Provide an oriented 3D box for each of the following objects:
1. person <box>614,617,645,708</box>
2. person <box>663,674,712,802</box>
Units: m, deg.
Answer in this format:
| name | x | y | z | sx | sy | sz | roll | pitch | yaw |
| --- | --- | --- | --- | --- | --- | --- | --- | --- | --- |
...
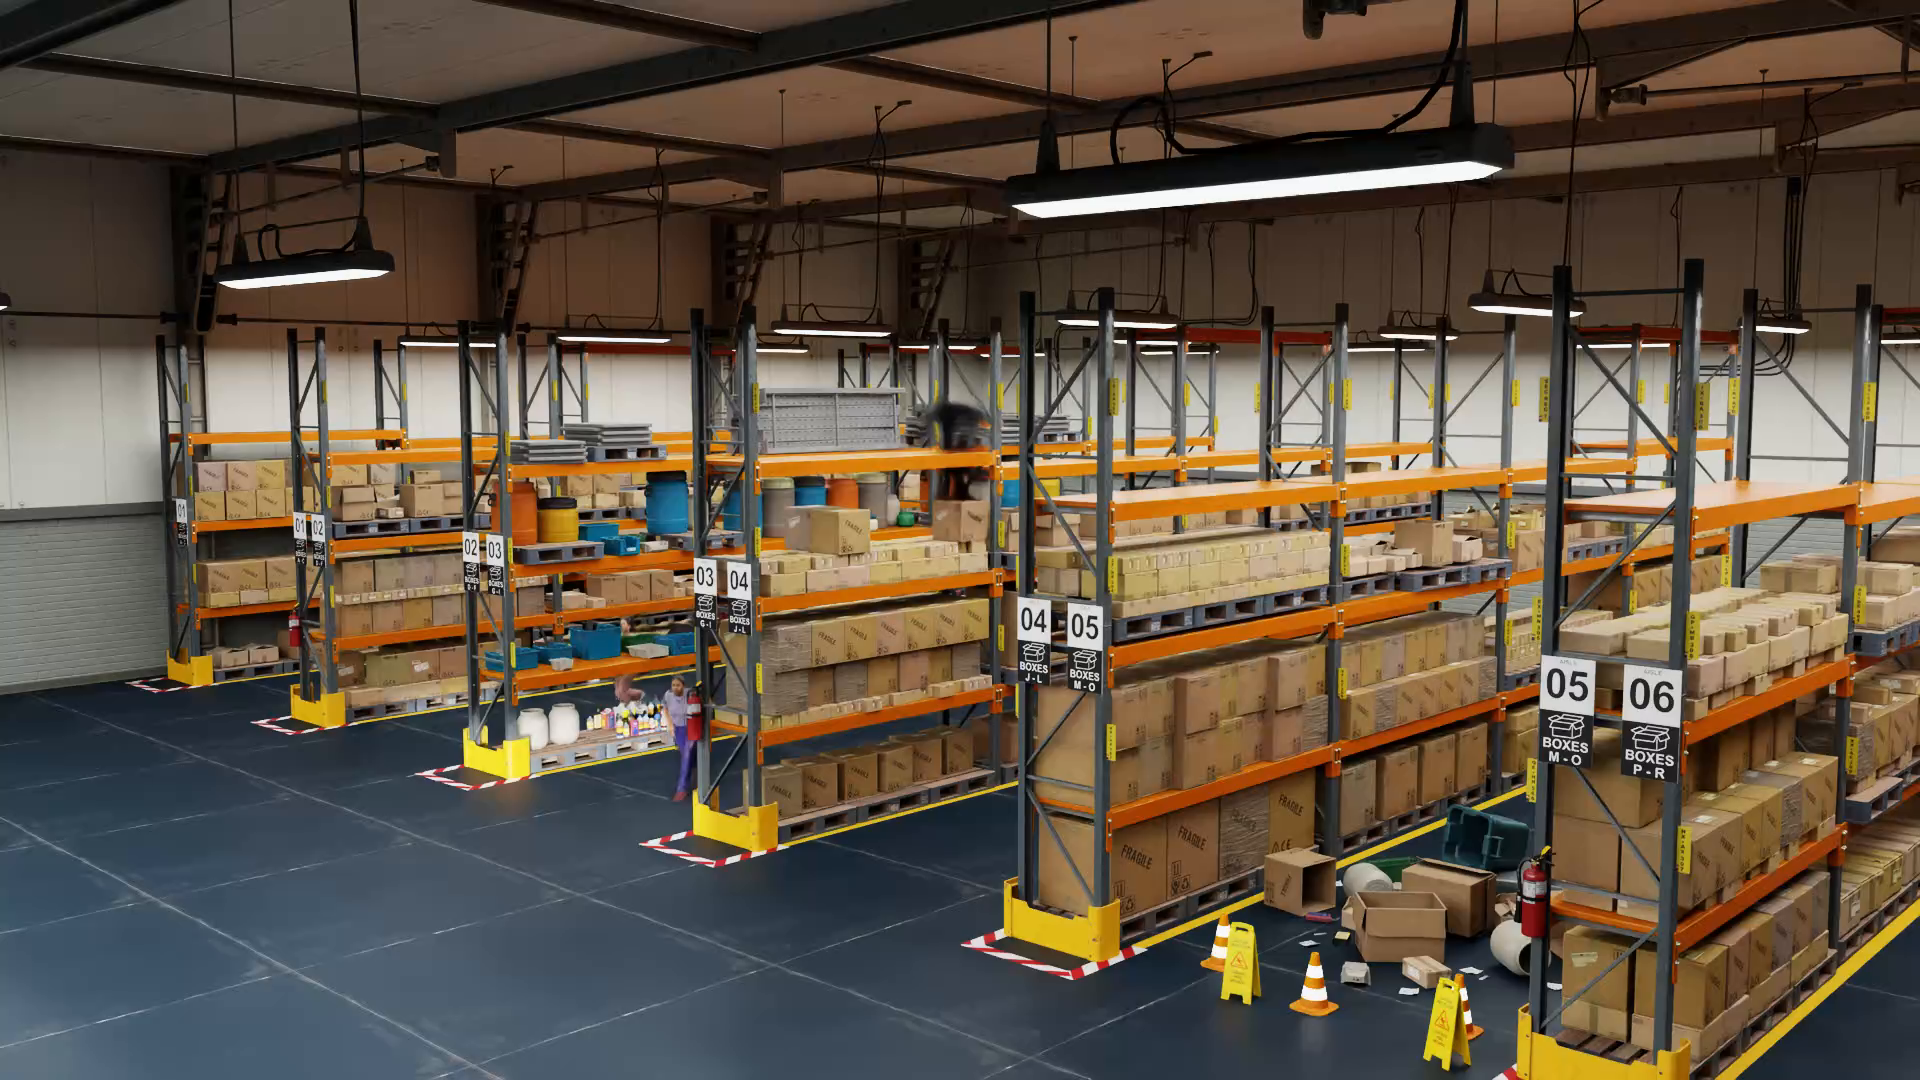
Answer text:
| name | x | y | z | sx | sy | sz | roll | pitch | yaw |
| --- | --- | --- | --- | --- | --- | --- | --- | --- | --- |
| person | -5.058 | 1.971 | 25.511 | 0.591 | 1.622 | 0.688 | 4 | 6 | 34 |
| person | -3.395 | 2.437 | 20.975 | 0.628 | 1.615 | 0.954 | 1 | 5 | 11 |
